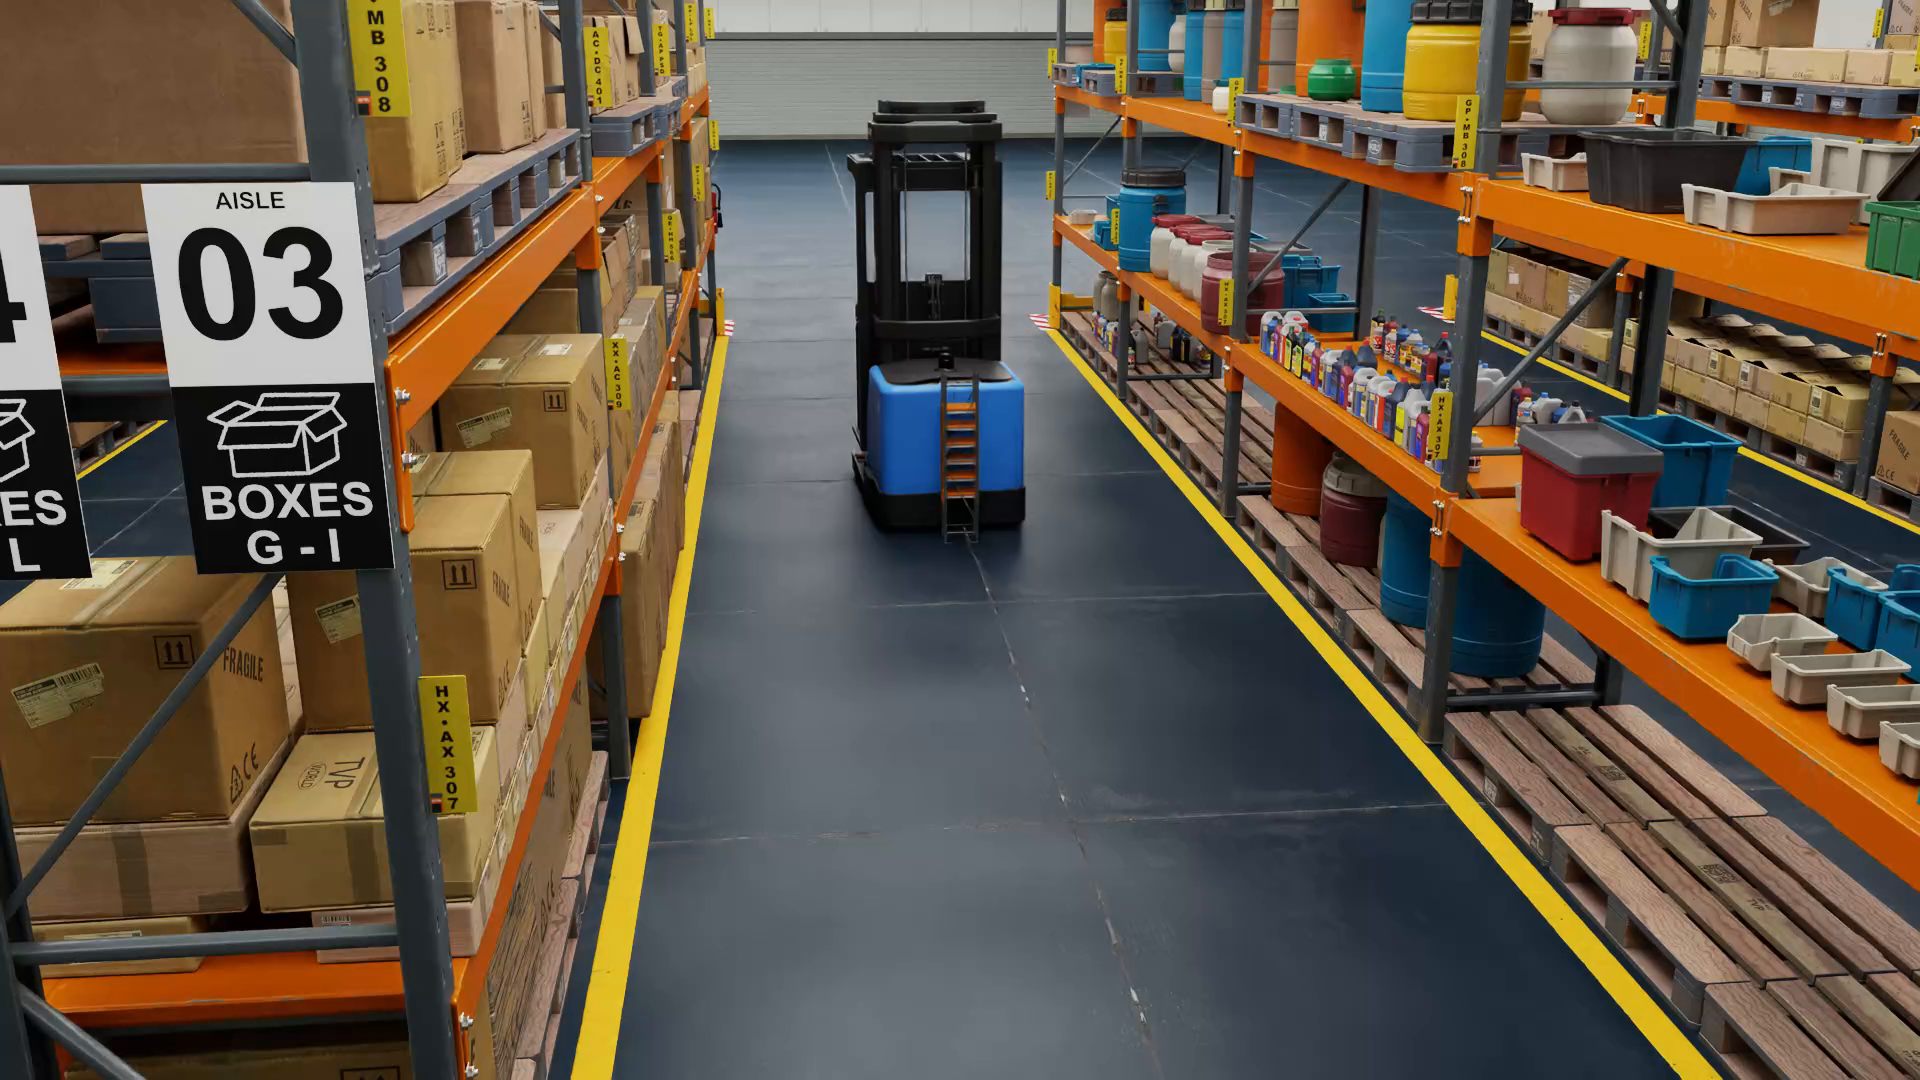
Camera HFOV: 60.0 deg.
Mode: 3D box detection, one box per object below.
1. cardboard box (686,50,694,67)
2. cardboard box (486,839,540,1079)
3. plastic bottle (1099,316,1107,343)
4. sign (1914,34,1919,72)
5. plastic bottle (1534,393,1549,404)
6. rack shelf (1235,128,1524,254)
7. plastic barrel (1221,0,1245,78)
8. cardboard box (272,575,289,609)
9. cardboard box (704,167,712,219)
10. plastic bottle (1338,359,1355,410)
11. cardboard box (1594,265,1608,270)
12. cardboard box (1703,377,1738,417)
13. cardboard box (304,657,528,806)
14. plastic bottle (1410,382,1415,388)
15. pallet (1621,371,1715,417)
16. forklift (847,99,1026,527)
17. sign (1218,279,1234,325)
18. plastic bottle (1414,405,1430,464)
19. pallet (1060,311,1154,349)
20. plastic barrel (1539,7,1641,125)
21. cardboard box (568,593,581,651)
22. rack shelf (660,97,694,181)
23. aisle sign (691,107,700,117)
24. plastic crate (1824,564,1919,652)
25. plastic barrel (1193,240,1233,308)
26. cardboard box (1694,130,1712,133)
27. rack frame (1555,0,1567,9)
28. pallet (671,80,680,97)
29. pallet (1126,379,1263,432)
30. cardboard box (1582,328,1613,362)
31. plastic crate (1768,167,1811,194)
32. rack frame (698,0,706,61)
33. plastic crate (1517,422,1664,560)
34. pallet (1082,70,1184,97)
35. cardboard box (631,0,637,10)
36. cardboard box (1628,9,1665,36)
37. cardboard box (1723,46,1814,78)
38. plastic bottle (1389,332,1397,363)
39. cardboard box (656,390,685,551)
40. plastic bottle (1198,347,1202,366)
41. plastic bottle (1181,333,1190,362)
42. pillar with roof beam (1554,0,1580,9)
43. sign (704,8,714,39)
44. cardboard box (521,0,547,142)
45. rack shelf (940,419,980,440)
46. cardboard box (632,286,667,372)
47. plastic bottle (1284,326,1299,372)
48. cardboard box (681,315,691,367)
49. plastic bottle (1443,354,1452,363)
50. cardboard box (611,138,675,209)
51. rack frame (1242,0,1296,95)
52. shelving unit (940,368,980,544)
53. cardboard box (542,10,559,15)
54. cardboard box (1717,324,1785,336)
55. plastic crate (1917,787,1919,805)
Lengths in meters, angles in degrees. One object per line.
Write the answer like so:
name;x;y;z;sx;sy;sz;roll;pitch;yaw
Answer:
cardboard box;-2.752;-4.627;15.983;0.380;0.149;0.250;-2;18;-7
cardboard box;-1.916;1.271;5.466;0.875;0.875;0.875;-2;18;-6
plastic bottle;1.522;-2.229;17.590;0.097;0.271;0.097;0;17;0
sign;6.799;-3.472;11.725;0.100;0.325;0.005;-2;18;-6
plastic bottle;3.146;-0.660;8.987;0.097;0.271;0.097;0;17;0
rack shelf;2.631;-2.111;9.587;1.077;0.370;4.000;-2;18;-6
plastic barrel;2.415;-3.947;13.396;0.600;0.901;0.708;-2;18;-6
cardboard box;-2.153;0.253;5.618;0.500;0.250;0.500;-2;18;-6
cardboard box;-3.127;-3.729;17.885;0.875;0.500;0.500;-2;18;-6
plastic bottle;2.278;-0.915;9.779;0.061;0.283;0.133;-2;18;-6
cardboard box;7.100;-2.655;17.763;0.500;0.500;0.500;-2;18;-6
cardboard box;6.894;-1.265;14.589;0.500;0.250;0.500;-1;17;-5
cardboard box;-1.518;0.541;4.700;0.500;0.250;0.500;-2;18;-6
plastic bottle;2.508;-0.742;9.248;0.097;0.271;0.097;0;17;0
pallet;7.054;-1.414;15.829;1.003;0.211;1.213;-2;18;-6
forklift;-0.268;-1.885;12.789;1.130;2.935;3.031;-3;18;-8
sign;1.878;-1.678;11.742;0.100;0.325;0.005;-2;18;-6
plastic bottle;2.406;-0.547;8.606;0.061;0.283;0.133;-2;18;-6
pallet;1.733;-2.409;18.998;1.003;0.211;1.213;-2;18;-6
plastic barrel;3.032;-2.288;8.023;0.433;0.535;0.433;0;17;0
cardboard box;-1.599;0.309;6.105;0.380;0.149;0.250;-2;18;-7
rack shelf;-2.708;-3.150;12.896;1.077;0.370;4.000;-2;18;-6
aisle sign;-3.035;-5.118;18.630;0.394;0.787;0.004;-2;18;-6
plastic crate;3.385;0.250;6.052;0.416;0.233;0.300;-2;18;-6
plastic barrel;2.063;-2.098;13.165;0.421;0.512;0.421;0;17;0
cardboard box;6.887;-3.762;16.318;0.700;0.500;0.500;-2;18;-5
rack frame;6.527;-7.017;19.004;1.000;3.000;0.127;-2;18;-6
pallet;-2.847;-3.503;13.134;1.213;0.211;1.003;-2;18;-6
pallet;2.132;-1.248;15.299;1.003;0.211;1.213;-2;18;-6
cardboard box;6.674;-1.983;16.874;0.500;0.250;0.500;-2;18;-6
plastic crate;3.347;-1.366;6.452;0.293;0.136;0.466;-2;18;-6
rack frame;-3.327;-6.712;18.033;1.000;3.000;0.127;-2;18;-6
plastic crate;2.680;-0.213;7.140;0.402;0.464;0.583;-2;18;-6
pallet;1.841;-4.364;15.877;1.213;0.211;1.003;-2;18;-6
cardboard box;-3.442;-5.258;16.912;0.500;0.500;0.500;-2;18;-6
cardboard box;6.895;-5.205;17.133;0.797;0.503;0.637;0;17;0
cardboard box;7.053;-4.175;14.510;0.500;0.250;0.500;-3;18;-11
plastic bottle;2.918;-1.284;11.092;0.097;0.201;0.097;0;17;0
cardboard box;-2.451;-0.447;10.938;1.225;0.875;0.875;-3;18;-8
plastic bottle;2.405;-1.825;16.418;0.097;0.201;0.097;0;17;0
plastic bottle;2.249;-1.925;16.603;0.061;0.283;0.133;-2;18;-6
pillar with roof beam;6.867;-10.431;29.880;9.100;9.000;0.400;-2;18;-6
sign;-2.773;-5.714;18.385;0.100;0.325;0.005;-2;18;-6
cardboard box;-1.949;-1.770;6.265;0.700;0.500;0.500;-3;18;-9
rack shelf;-0.002;-0.763;11.453;0.258;0.103;0.180;-2;18;-6
cardboard box;-2.204;-1.375;10.881;0.500;0.500;0.500;-1;17;-4
plastic bottle;2.164;-1.245;10.831;0.061;0.283;0.133;-2;18;-6
cardboard box;-2.983;-1.957;16.373;0.500;0.500;0.500;4;18;12
plastic bottle;2.981;-1.019;10.110;0.061;0.283;0.133;-2;18;-6
cardboard box;-2.972;-2.903;14.215;1.000;1.000;1.000;-2;18;-5
rack frame;2.425;-4.481;10.928;1.000;3.000;0.127;-2;18;-6
shelving unit;-0.002;-0.577;11.511;0.258;1.200;0.189;-2;18;-6
cardboard box;-2.800;-3.318;11.229;0.500;0.500;0.500;-1;17;-4
cardboard box;7.326;-1.852;15.523;0.500;0.311;0.500;-1;17;-4
plastic crate;3.030;0.625;4.520;0.616;0.435;0.499;-2;18;-6
